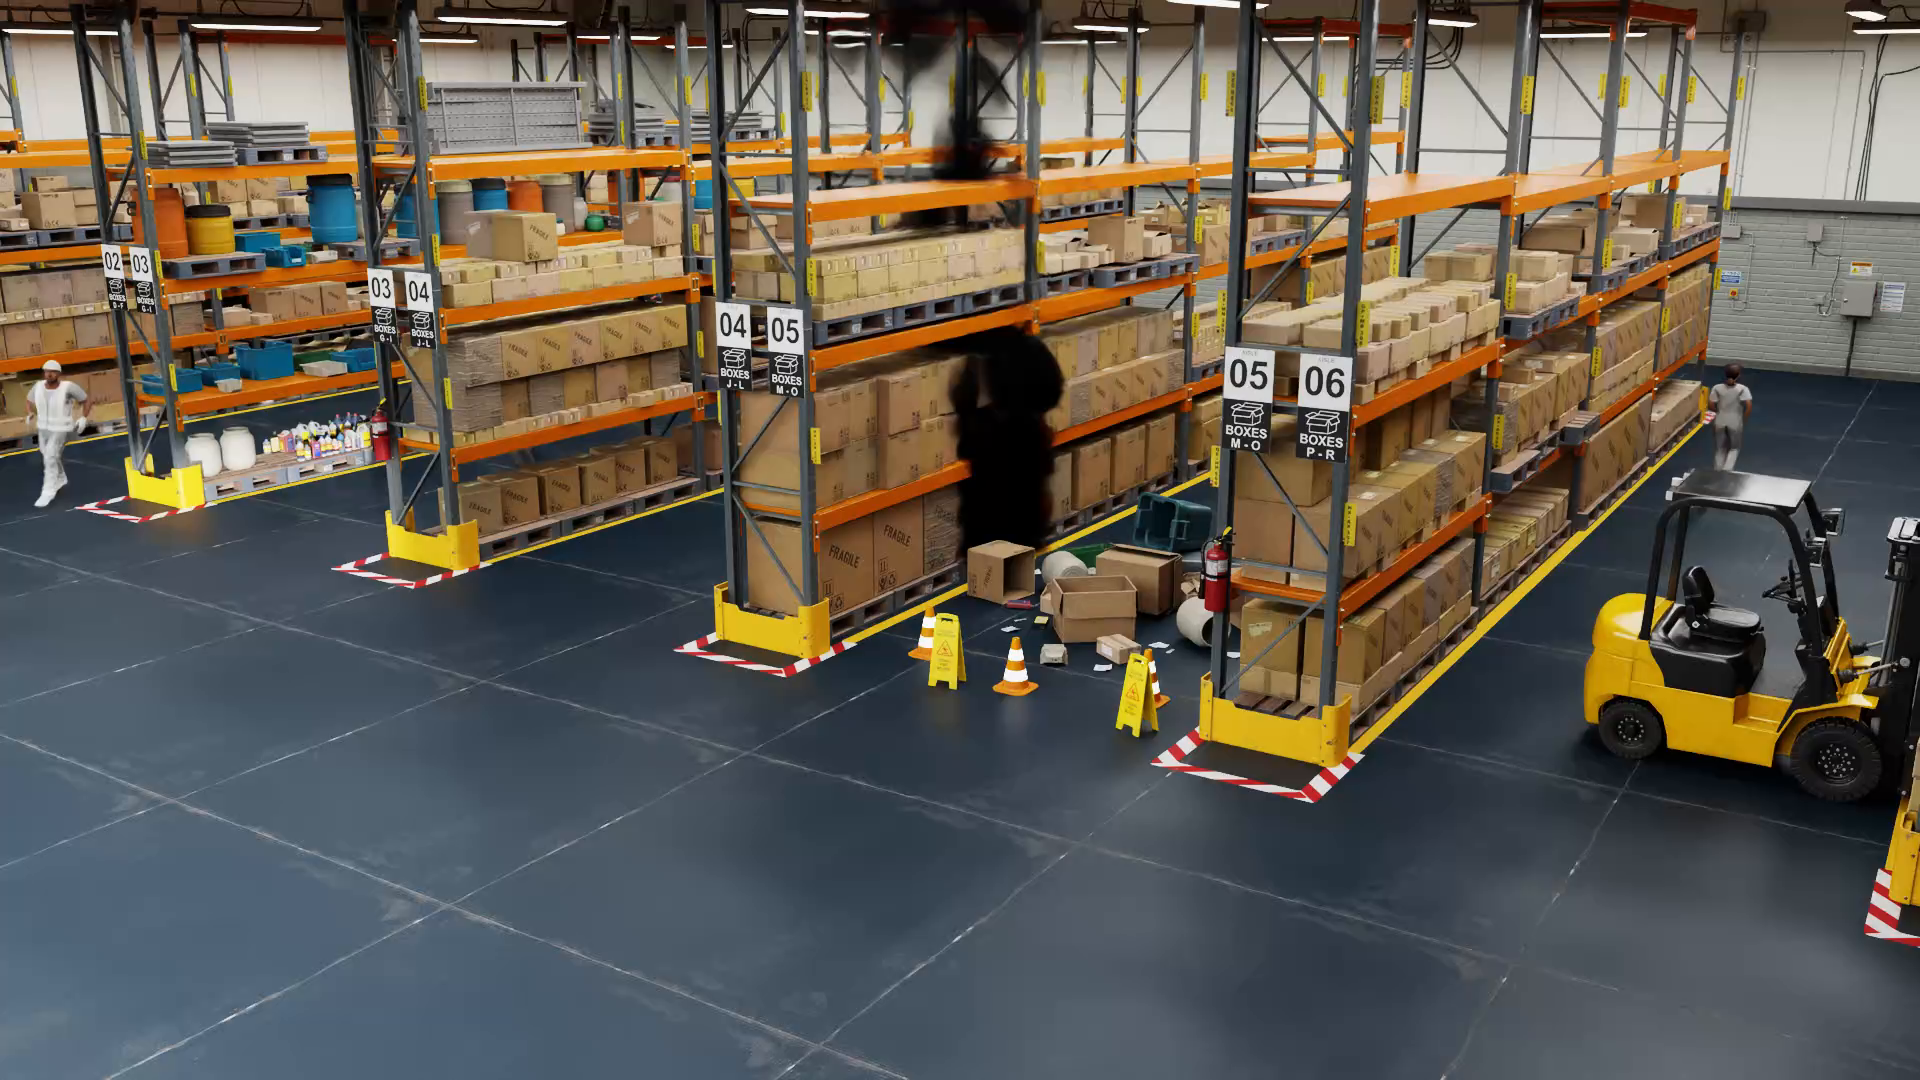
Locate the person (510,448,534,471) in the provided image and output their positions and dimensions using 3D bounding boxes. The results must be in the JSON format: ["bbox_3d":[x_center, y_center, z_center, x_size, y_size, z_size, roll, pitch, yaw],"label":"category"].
[{"bbox_3d":[-5.915,-1.637,21.967,0.563,1.663,0.572,7,17,23],"label":"person"}]

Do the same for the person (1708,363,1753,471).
[{"bbox_3d":[9.908,-1.467,21.426,0.545,1.643,0.514,10,18,31],"label":"person"}]

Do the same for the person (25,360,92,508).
[{"bbox_3d":[-11.328,-1.361,20.835,0.742,1.802,0.826,2,16,6],"label":"person"}]
